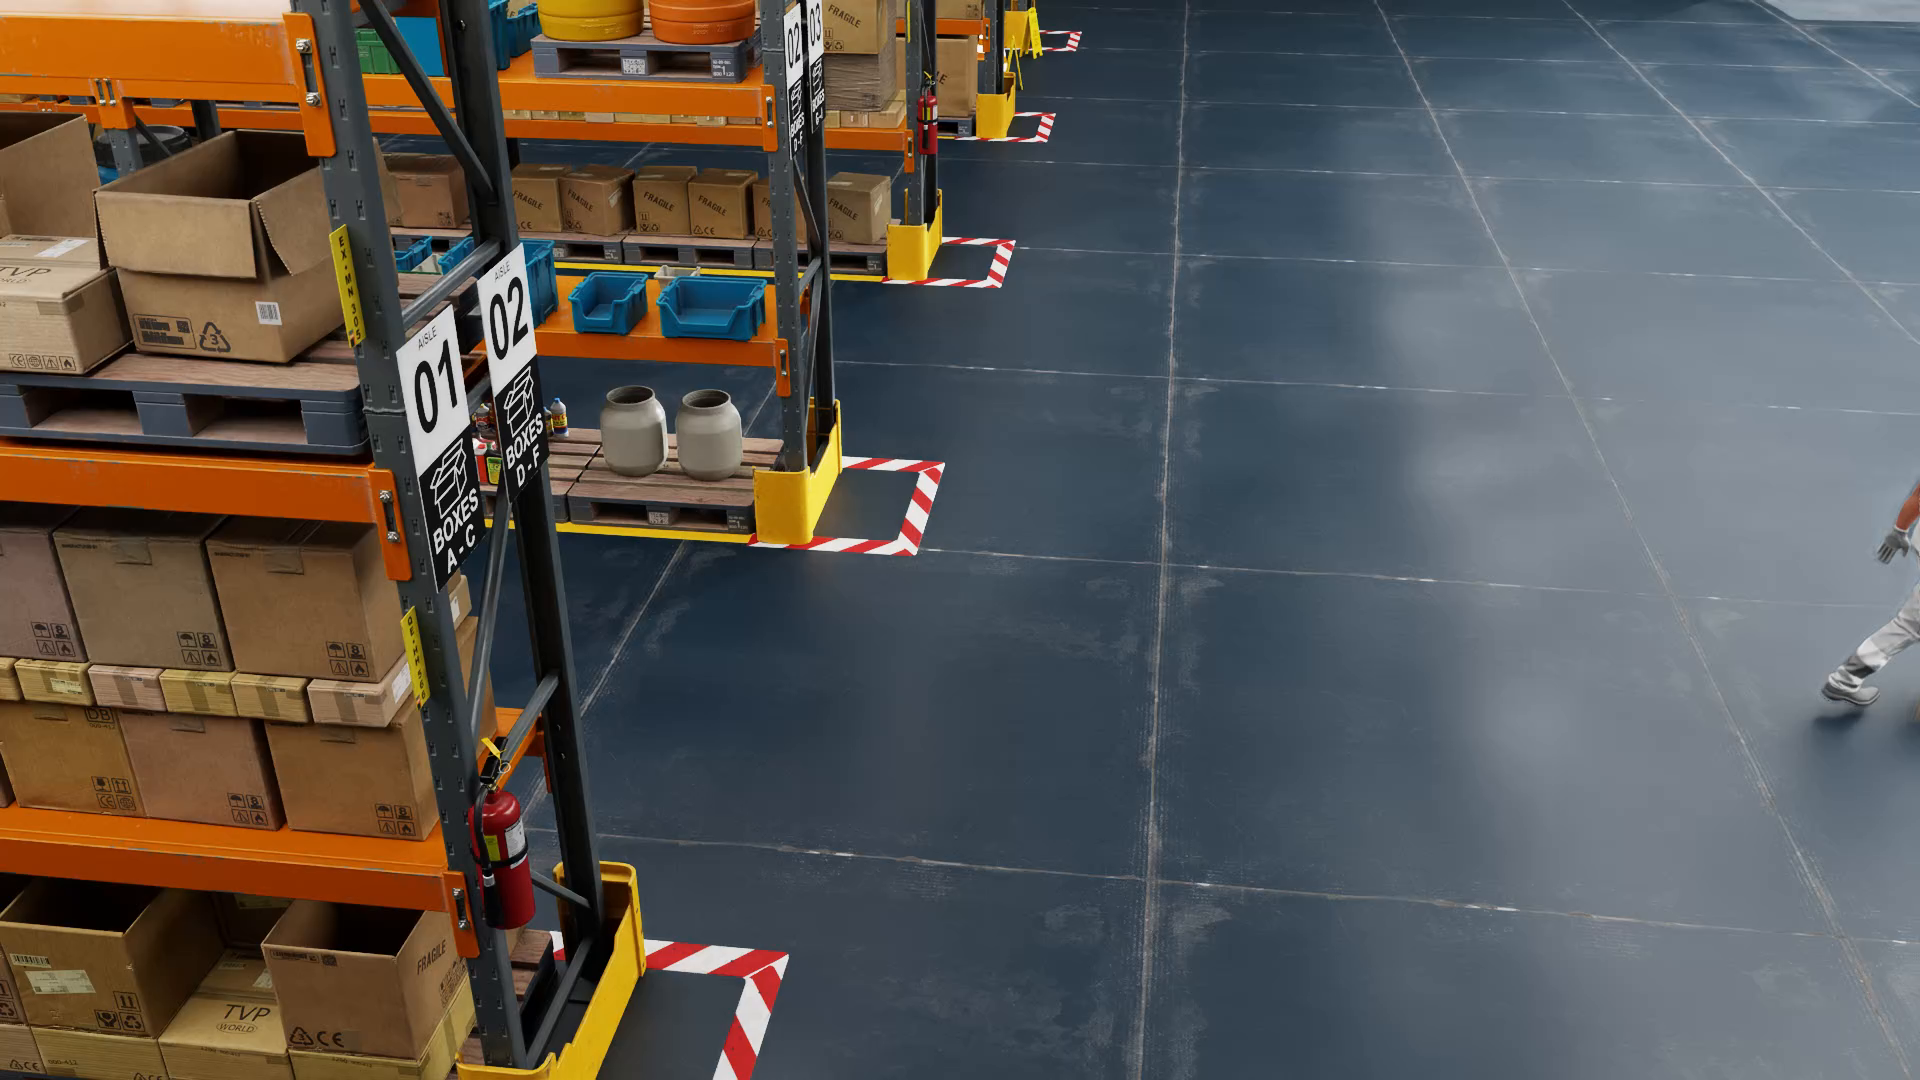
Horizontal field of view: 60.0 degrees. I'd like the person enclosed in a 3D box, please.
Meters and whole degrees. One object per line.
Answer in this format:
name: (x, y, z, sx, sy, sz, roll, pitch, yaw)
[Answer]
person: (5.078, 0.083, 8.439, 1.031, 1.740, 0.589, 0, 28, 1)
